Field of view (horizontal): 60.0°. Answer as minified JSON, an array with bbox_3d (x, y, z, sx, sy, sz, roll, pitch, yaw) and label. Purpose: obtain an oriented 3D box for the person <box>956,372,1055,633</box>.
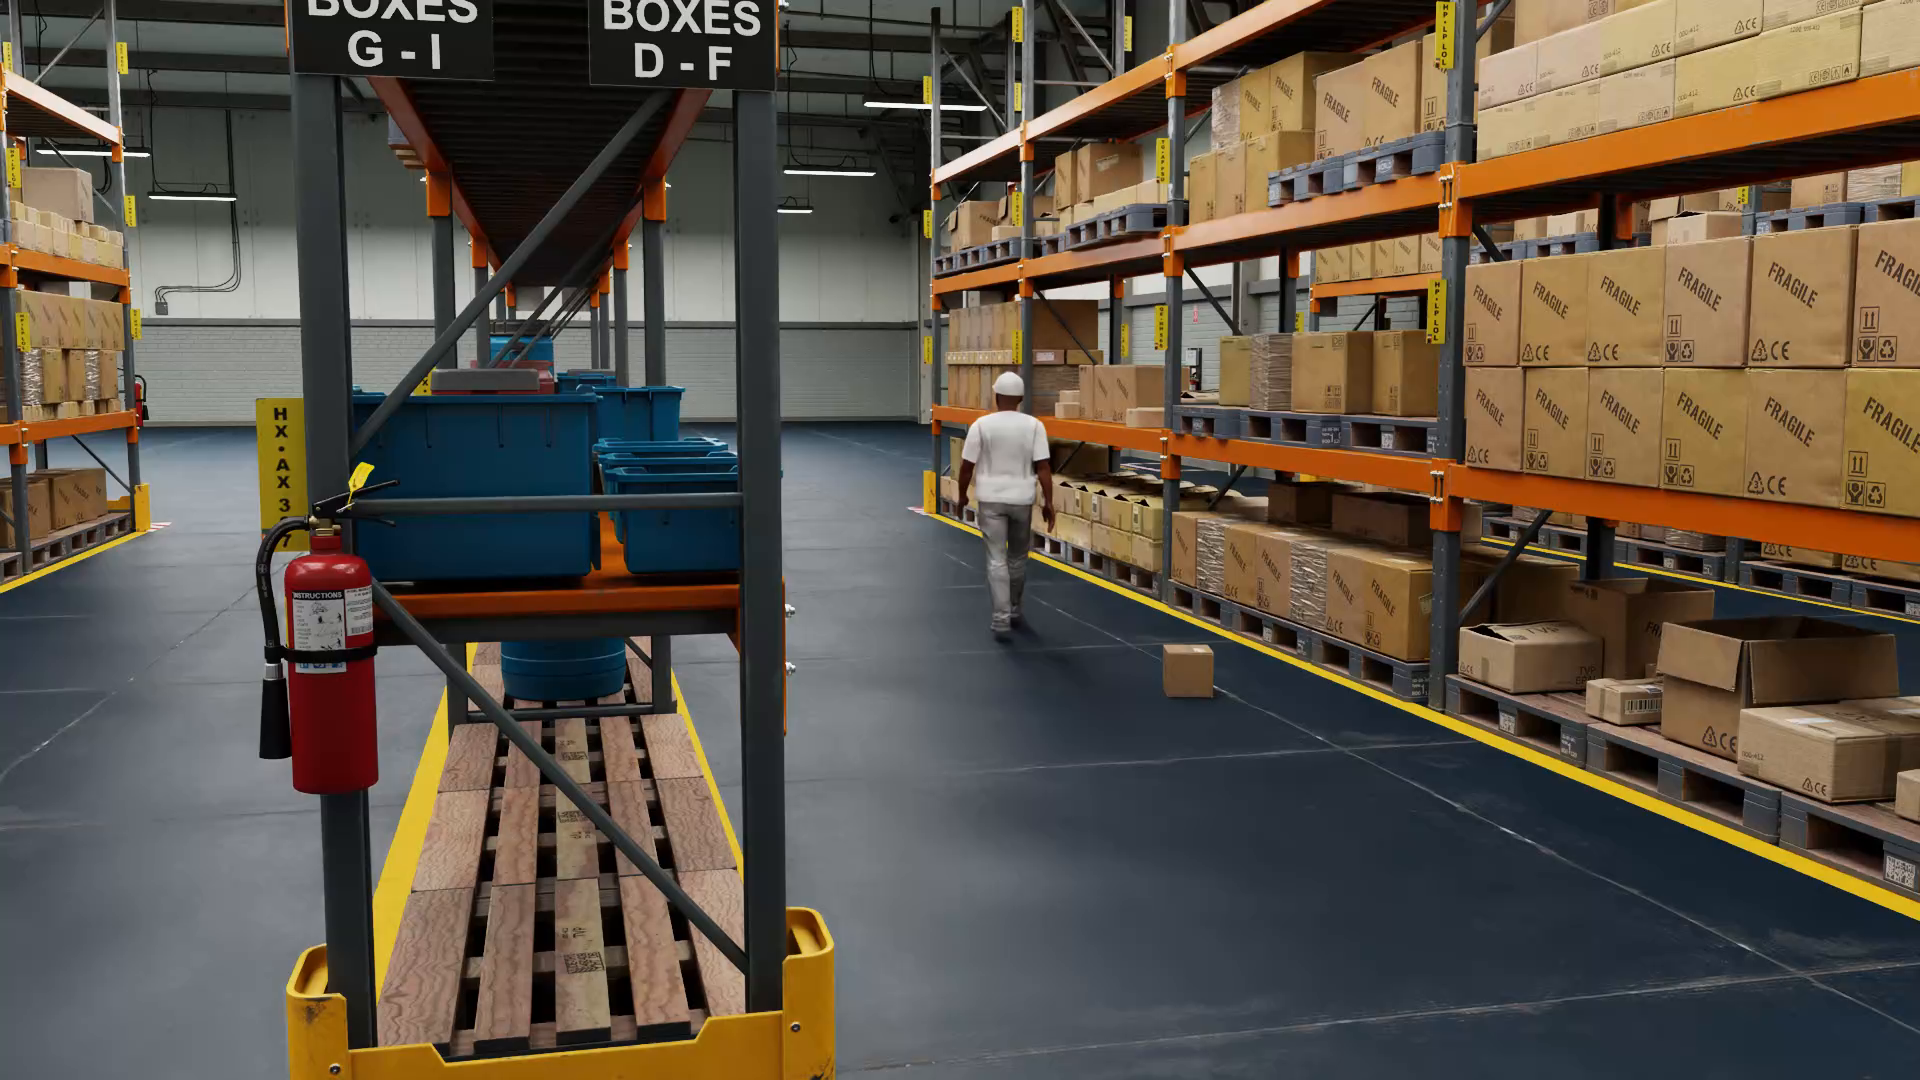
[{"bbox_3d":[0.292,-0.279,11.270,0.624,1.715,0.973,-1,6,-8],"label":"person"}]
